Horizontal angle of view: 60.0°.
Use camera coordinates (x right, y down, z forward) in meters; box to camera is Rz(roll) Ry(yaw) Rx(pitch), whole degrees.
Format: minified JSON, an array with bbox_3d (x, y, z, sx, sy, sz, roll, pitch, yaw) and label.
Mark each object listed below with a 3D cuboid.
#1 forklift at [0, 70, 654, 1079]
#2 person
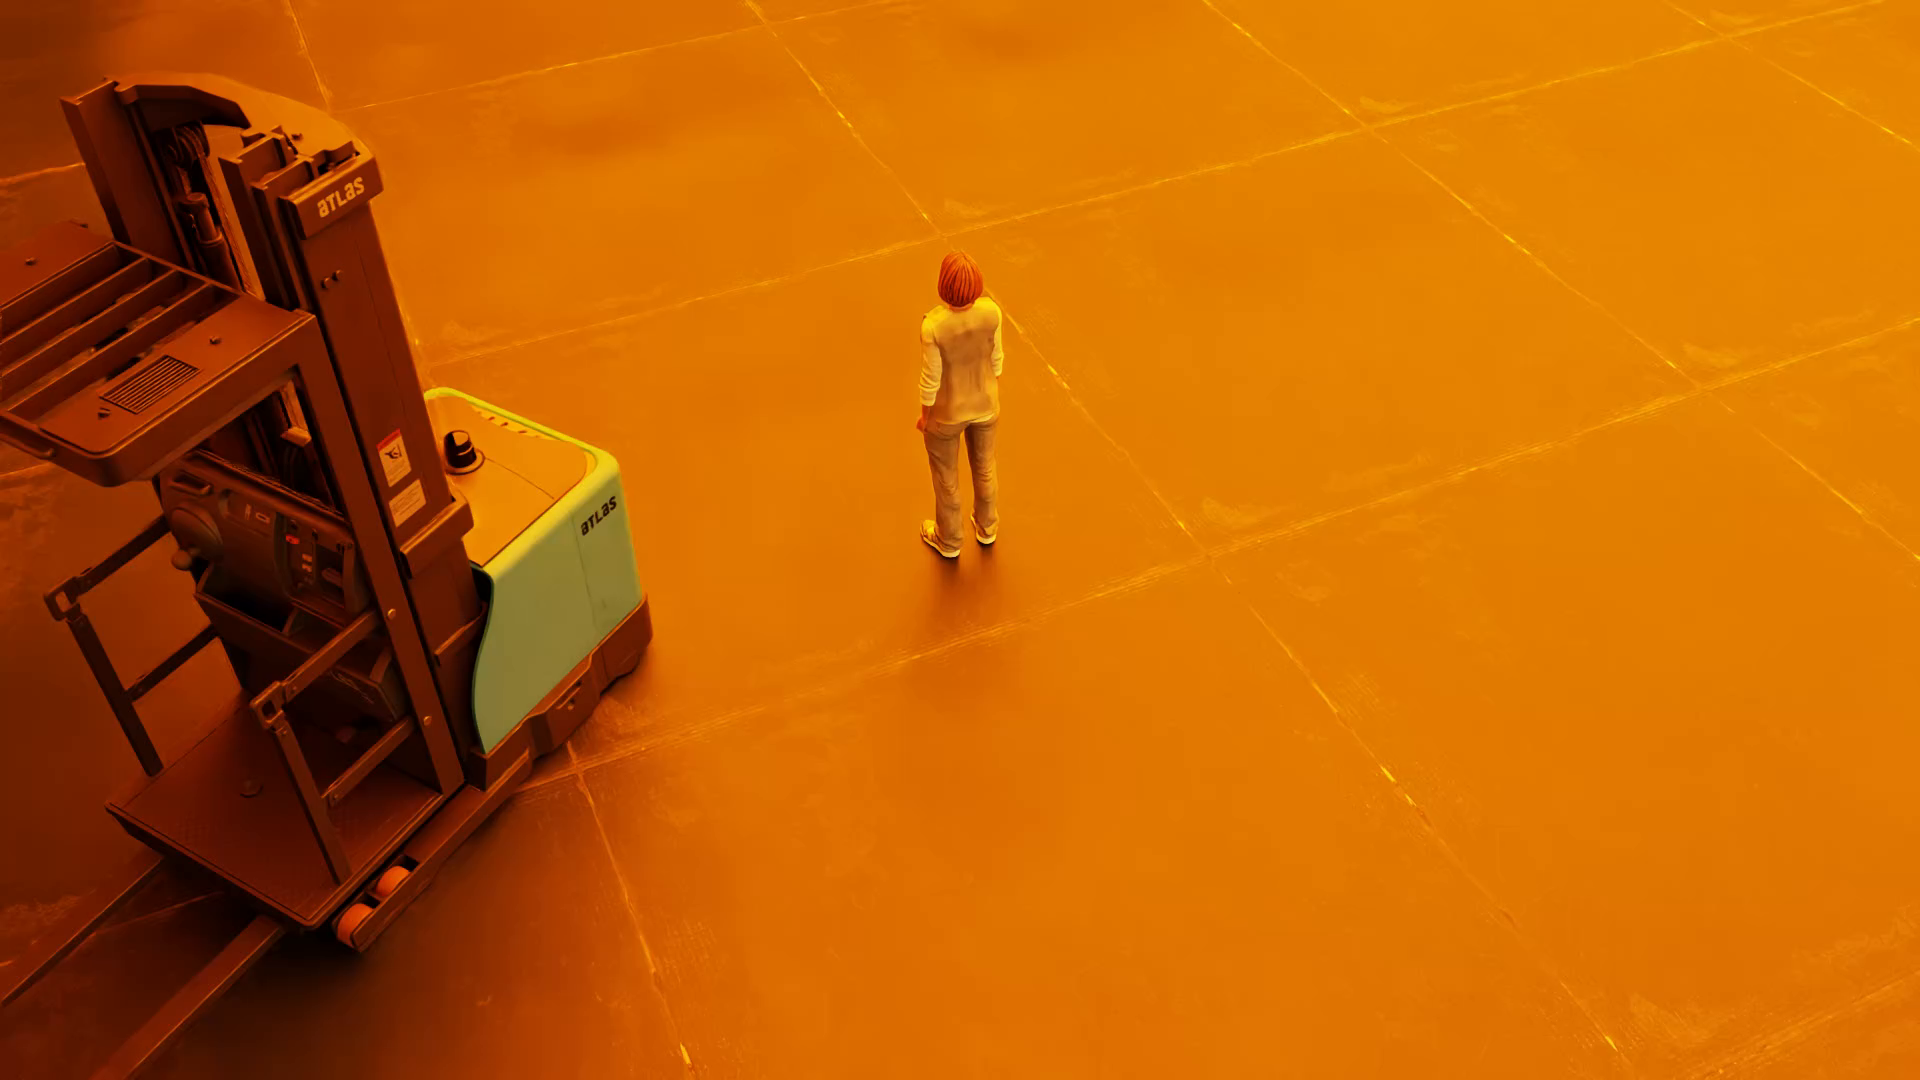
[{"bbox_3d":[-2.516,0.086,5.588,1.130,2.935,3.031,22,47,22],"label":"forklift"},{"bbox_3d":[-0.003,-0.584,7.283,0.409,1.602,0.327,-18,46,-18],"label":"person"}]
